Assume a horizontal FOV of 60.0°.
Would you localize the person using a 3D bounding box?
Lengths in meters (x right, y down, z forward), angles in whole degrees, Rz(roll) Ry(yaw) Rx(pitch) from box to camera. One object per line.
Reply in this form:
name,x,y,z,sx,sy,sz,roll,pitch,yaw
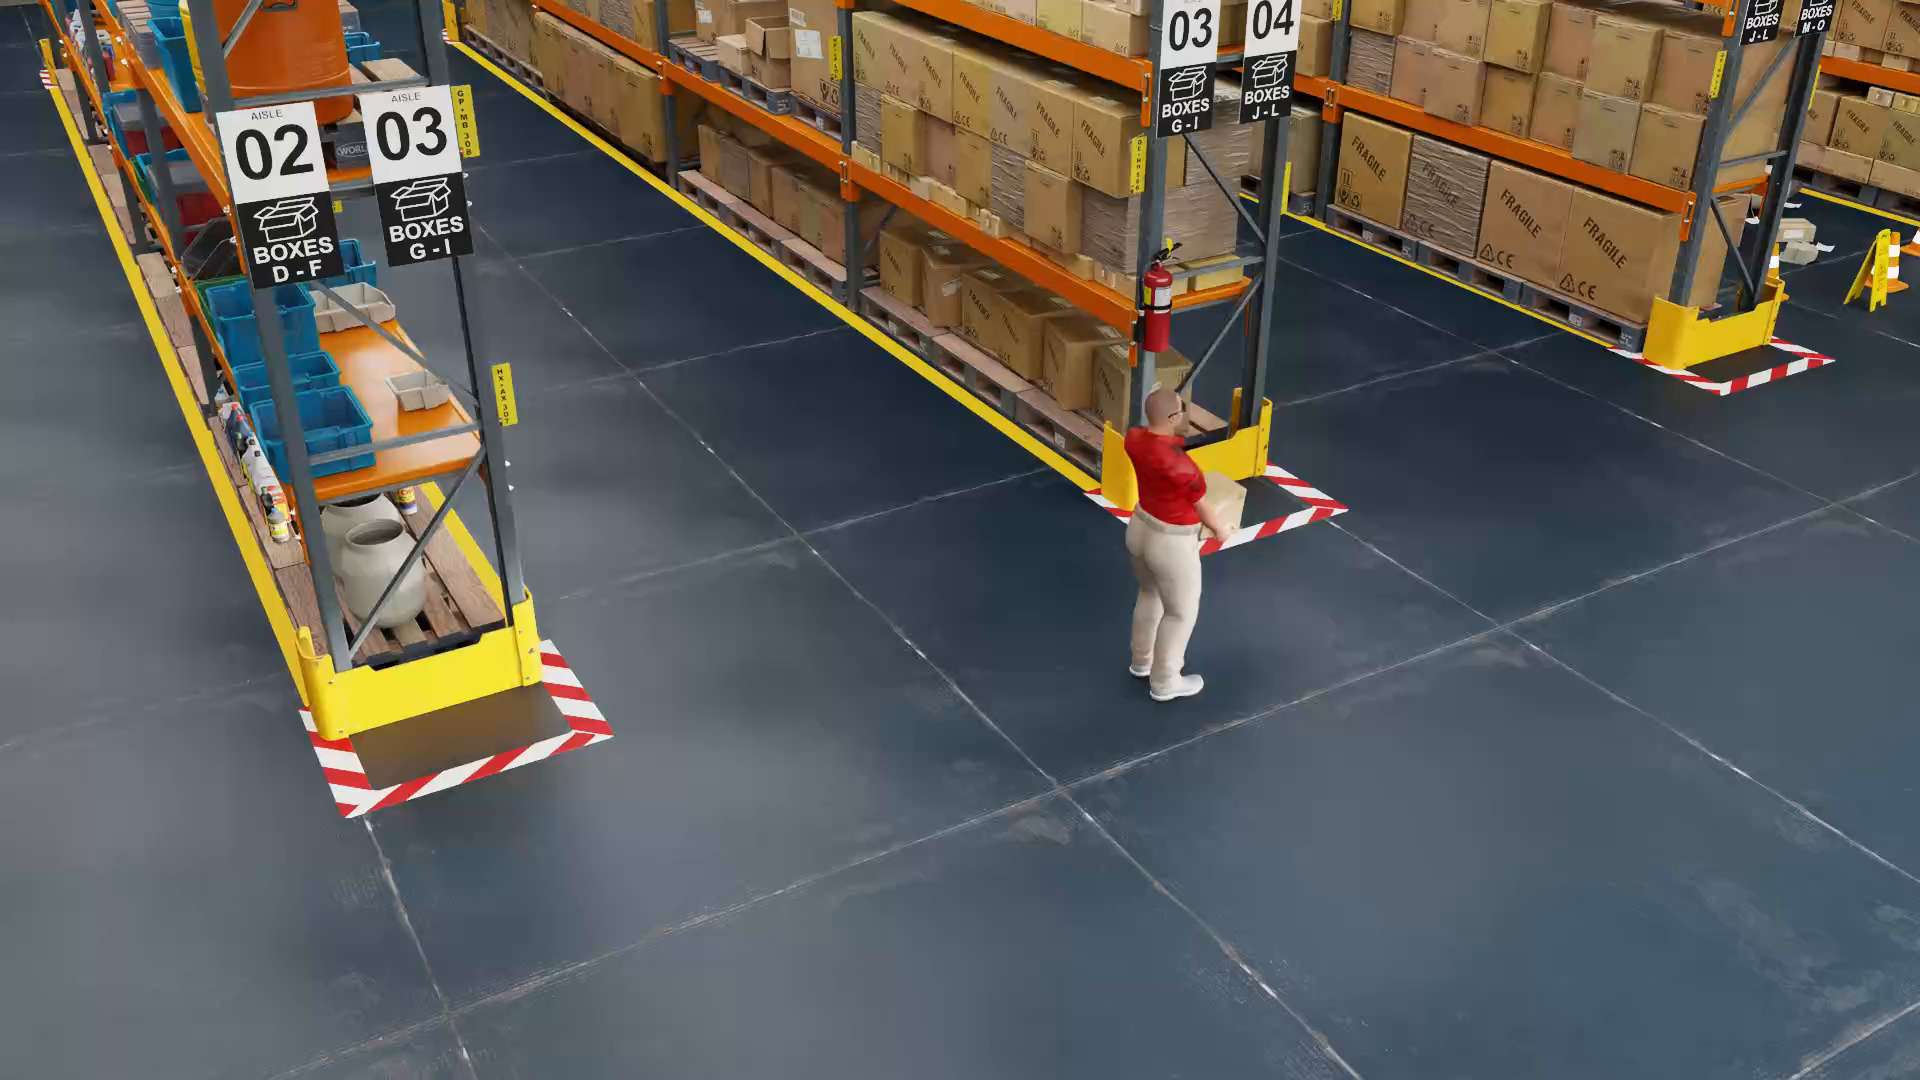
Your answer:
person,1.129,-0.014,8.620,0.531,1.719,0.494,-15,32,-26
